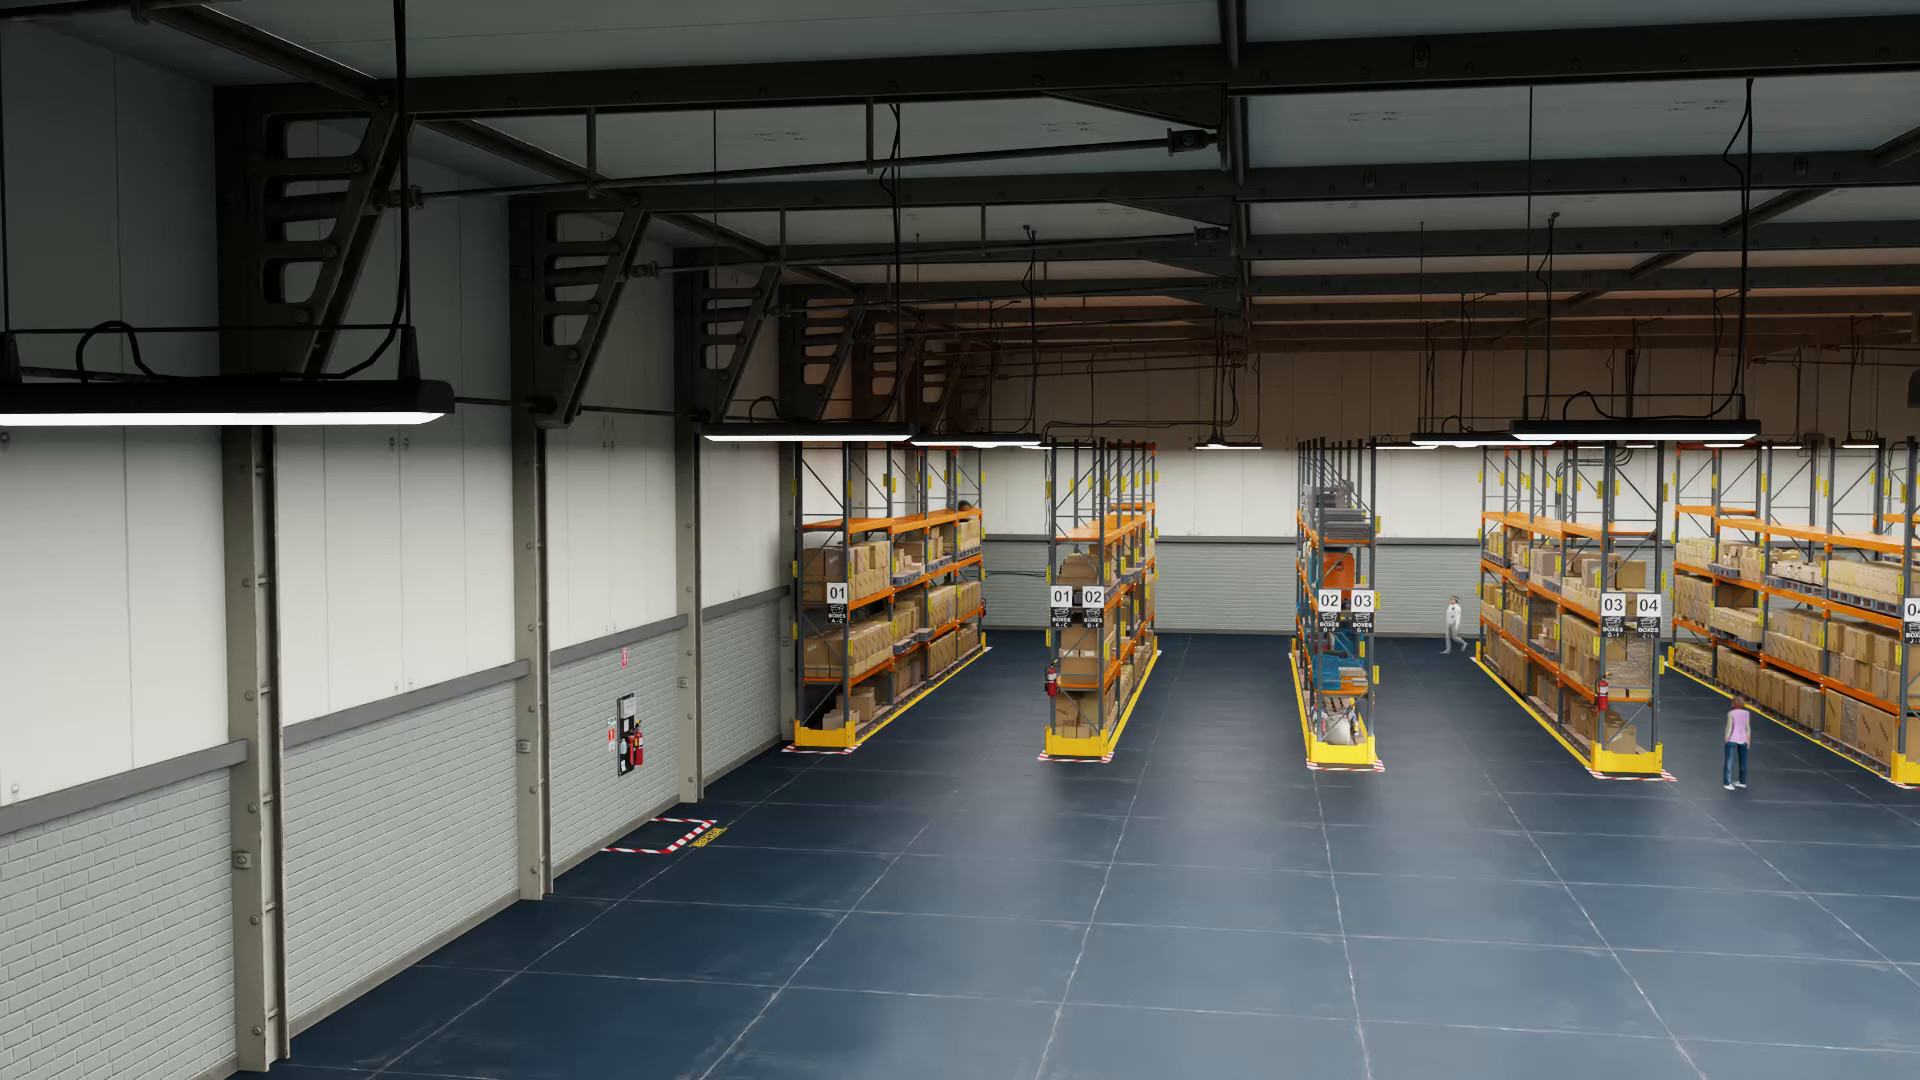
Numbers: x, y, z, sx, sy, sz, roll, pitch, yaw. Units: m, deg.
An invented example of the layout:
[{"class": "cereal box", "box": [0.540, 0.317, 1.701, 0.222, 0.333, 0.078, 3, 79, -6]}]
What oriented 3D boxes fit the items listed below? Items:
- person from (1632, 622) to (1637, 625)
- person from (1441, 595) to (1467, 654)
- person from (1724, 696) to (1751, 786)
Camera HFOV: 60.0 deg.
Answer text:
[{"class": "person", "box": [18.459, 2.537, 45.497, 0.698, 1.537, 0.639, -2, 4, -38]}, {"class": "person", "box": [13.979, 2.392, 47.081, 0.682, 1.668, 0.493, -1, 3, -25]}, {"class": "person", "box": [13.194, 3.399, 28.217, 0.406, 1.529, 0.407, 1, 3, 22]}]
